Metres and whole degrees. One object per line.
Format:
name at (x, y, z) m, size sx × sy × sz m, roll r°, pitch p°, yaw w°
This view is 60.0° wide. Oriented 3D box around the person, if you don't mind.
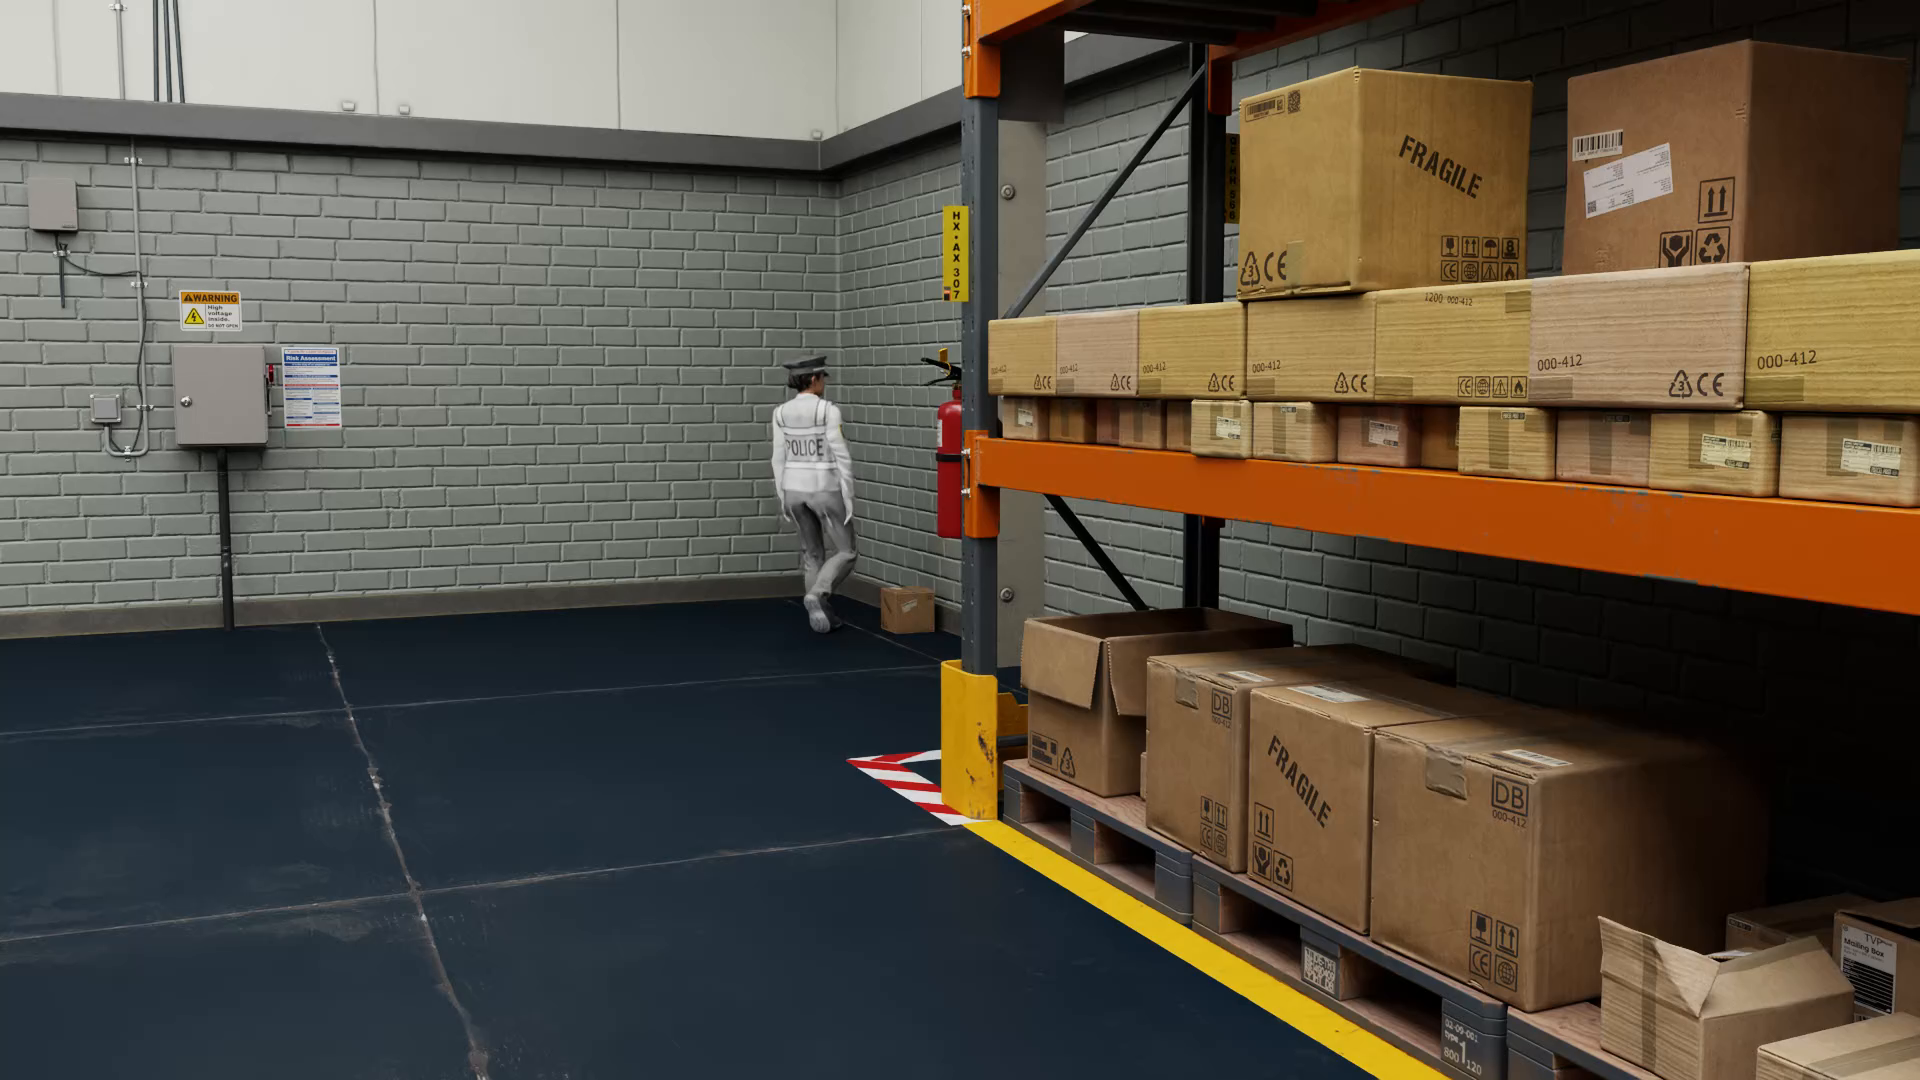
person at (-0.821, -0.260, 9.665) m, size 0.519 × 1.640 × 0.742 m, roll 2°, pitch 6°, yaw 23°
